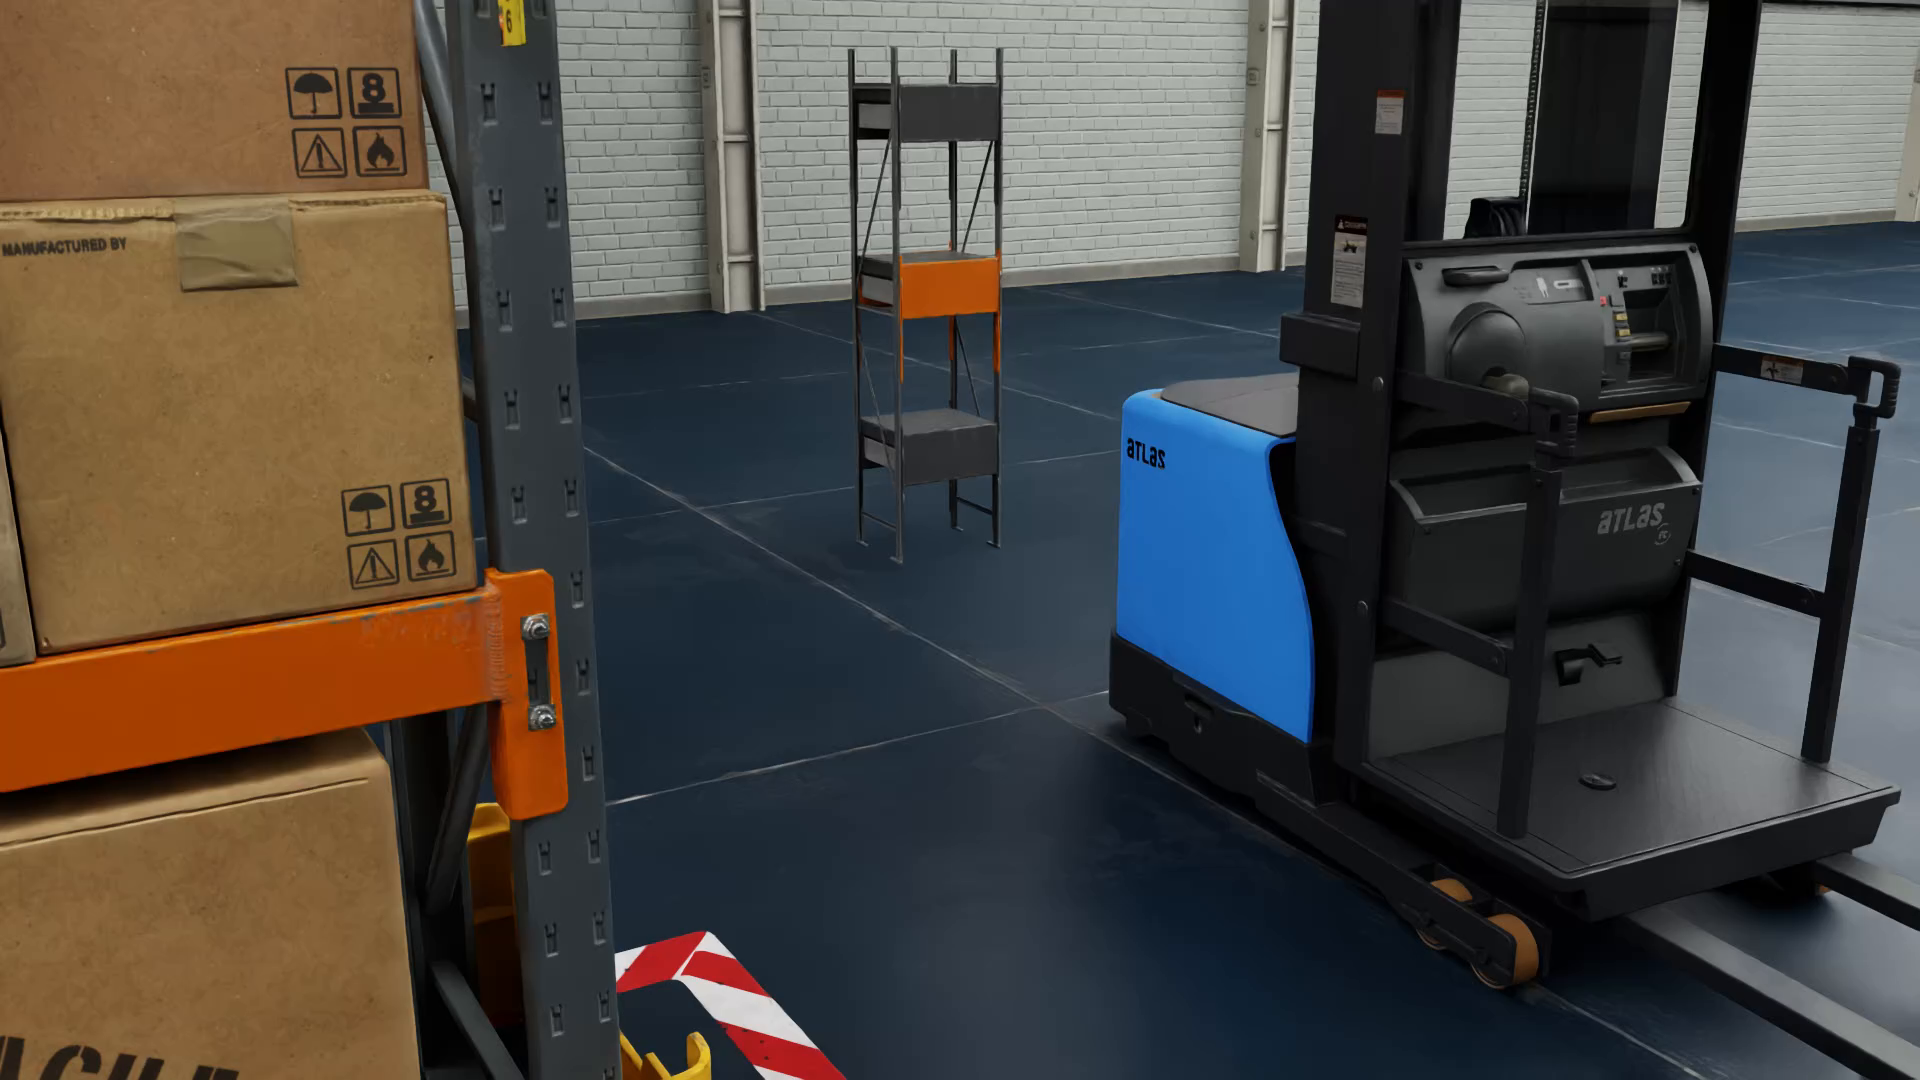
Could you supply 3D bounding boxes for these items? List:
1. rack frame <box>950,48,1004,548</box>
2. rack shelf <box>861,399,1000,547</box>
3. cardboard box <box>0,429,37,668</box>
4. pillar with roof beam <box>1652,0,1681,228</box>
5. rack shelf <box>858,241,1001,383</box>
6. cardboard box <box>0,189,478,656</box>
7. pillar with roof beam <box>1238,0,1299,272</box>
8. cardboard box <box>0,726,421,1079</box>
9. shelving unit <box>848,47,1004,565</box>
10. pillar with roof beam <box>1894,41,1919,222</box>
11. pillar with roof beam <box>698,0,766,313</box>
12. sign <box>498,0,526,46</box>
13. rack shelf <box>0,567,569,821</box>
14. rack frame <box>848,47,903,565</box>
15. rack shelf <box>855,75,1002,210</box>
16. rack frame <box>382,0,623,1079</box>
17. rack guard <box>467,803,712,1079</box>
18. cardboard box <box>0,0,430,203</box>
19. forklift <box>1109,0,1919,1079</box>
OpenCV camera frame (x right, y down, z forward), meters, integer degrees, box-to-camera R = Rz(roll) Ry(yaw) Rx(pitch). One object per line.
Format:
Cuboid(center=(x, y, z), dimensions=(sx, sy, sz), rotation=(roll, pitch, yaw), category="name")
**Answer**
Cuboid(center=(0.067, -1.022, 7.165), dimensions=(0.015, 2.100, 0.400), rotation=(-9, 18, -30), category="rack frame")
Cuboid(center=(-0.142, -0.301, 7.237), dimensions=(0.480, 0.518, 0.431), rotation=(-9, 18, -30), category="rack shelf")
Cuboid(center=(-1.596, -0.174, 2.196), dimensions=(0.550, 0.550, 0.875), rotation=(-9, 18, -30), category="cardboard box")
Cuboid(center=(10.549, -7.031, 15.821), dimensions=(0.400, 9.000, 9.100), rotation=(-9, 18, -30), category="pillar with roof beam")
Cuboid(center=(-0.142, -0.975, 7.048), dimensions=(0.480, 0.518, 0.431), rotation=(-9, 18, -30), category="rack shelf")
Cuboid(center=(-1.135, -0.256, 2.487), dimensions=(0.550, 0.550, 0.875), rotation=(-9, 18, -30), category="cardboard box")
Cuboid(center=(5.406, -6.197, 12.846), dimensions=(0.400, 9.000, 9.100), rotation=(-9, 18, -30), category="pillar with roof beam")
Cuboid(center=(-1.388, 0.685, 2.568), dimensions=(0.875, 0.875, 0.875), rotation=(-9, 18, -29), category="cardboard box")
Cuboid(center=(-0.142, -0.988, 7.044), dimensions=(0.503, 2.100, 0.431), rotation=(-9, 18, -30), category="shelving unit")
Cuboid(center=(15.693, -7.865, 18.796), dimensions=(0.400, 9.000, 9.100), rotation=(-9, 18, -30), category="pillar with roof beam")
Cuboid(center=(0.263, -5.363, 9.870), dimensions=(0.400, 9.000, 9.100), rotation=(-9, 18, -30), category="pillar with roof beam")
Cuboid(center=(-0.573, -0.790, 2.086), dimensions=(0.005, 0.325, 0.100), rotation=(-9, 18, -30), category="sign")
Cuboid(center=(-2.555, 0.379, 1.834), dimensions=(4.000, 0.370, 1.077), rotation=(-9, 18, -30), category="rack shelf")
Cuboid(center=(-0.351, -0.954, 6.923), dimensions=(0.015, 2.100, 0.400), rotation=(-9, 18, -30), category="rack frame")
Cuboid(center=(-0.142, -1.649, 6.859), dimensions=(0.480, 0.518, 0.431), rotation=(-9, 18, -30), category="rack shelf")
Cuboid(center=(-0.841, -0.246, 2.729), dimensions=(0.127, 3.000, 1.000), rotation=(-9, 18, -30), category="rack frame")
Cuboid(center=(-0.820, 0.955, 3.078), dimensions=(0.348, 0.500, 1.175), rotation=(-9, 18, -30), category="rack guard")
Cuboid(center=(-1.179, -0.795, 2.411), dimensions=(0.550, 0.550, 0.875), rotation=(-9, 18, -30), category="cardboard box")
Cuboid(center=(1.564, -0.527, 3.859), dimensions=(1.130, 2.935, 3.031), rotation=(-7, 17, -25), category="forklift")
